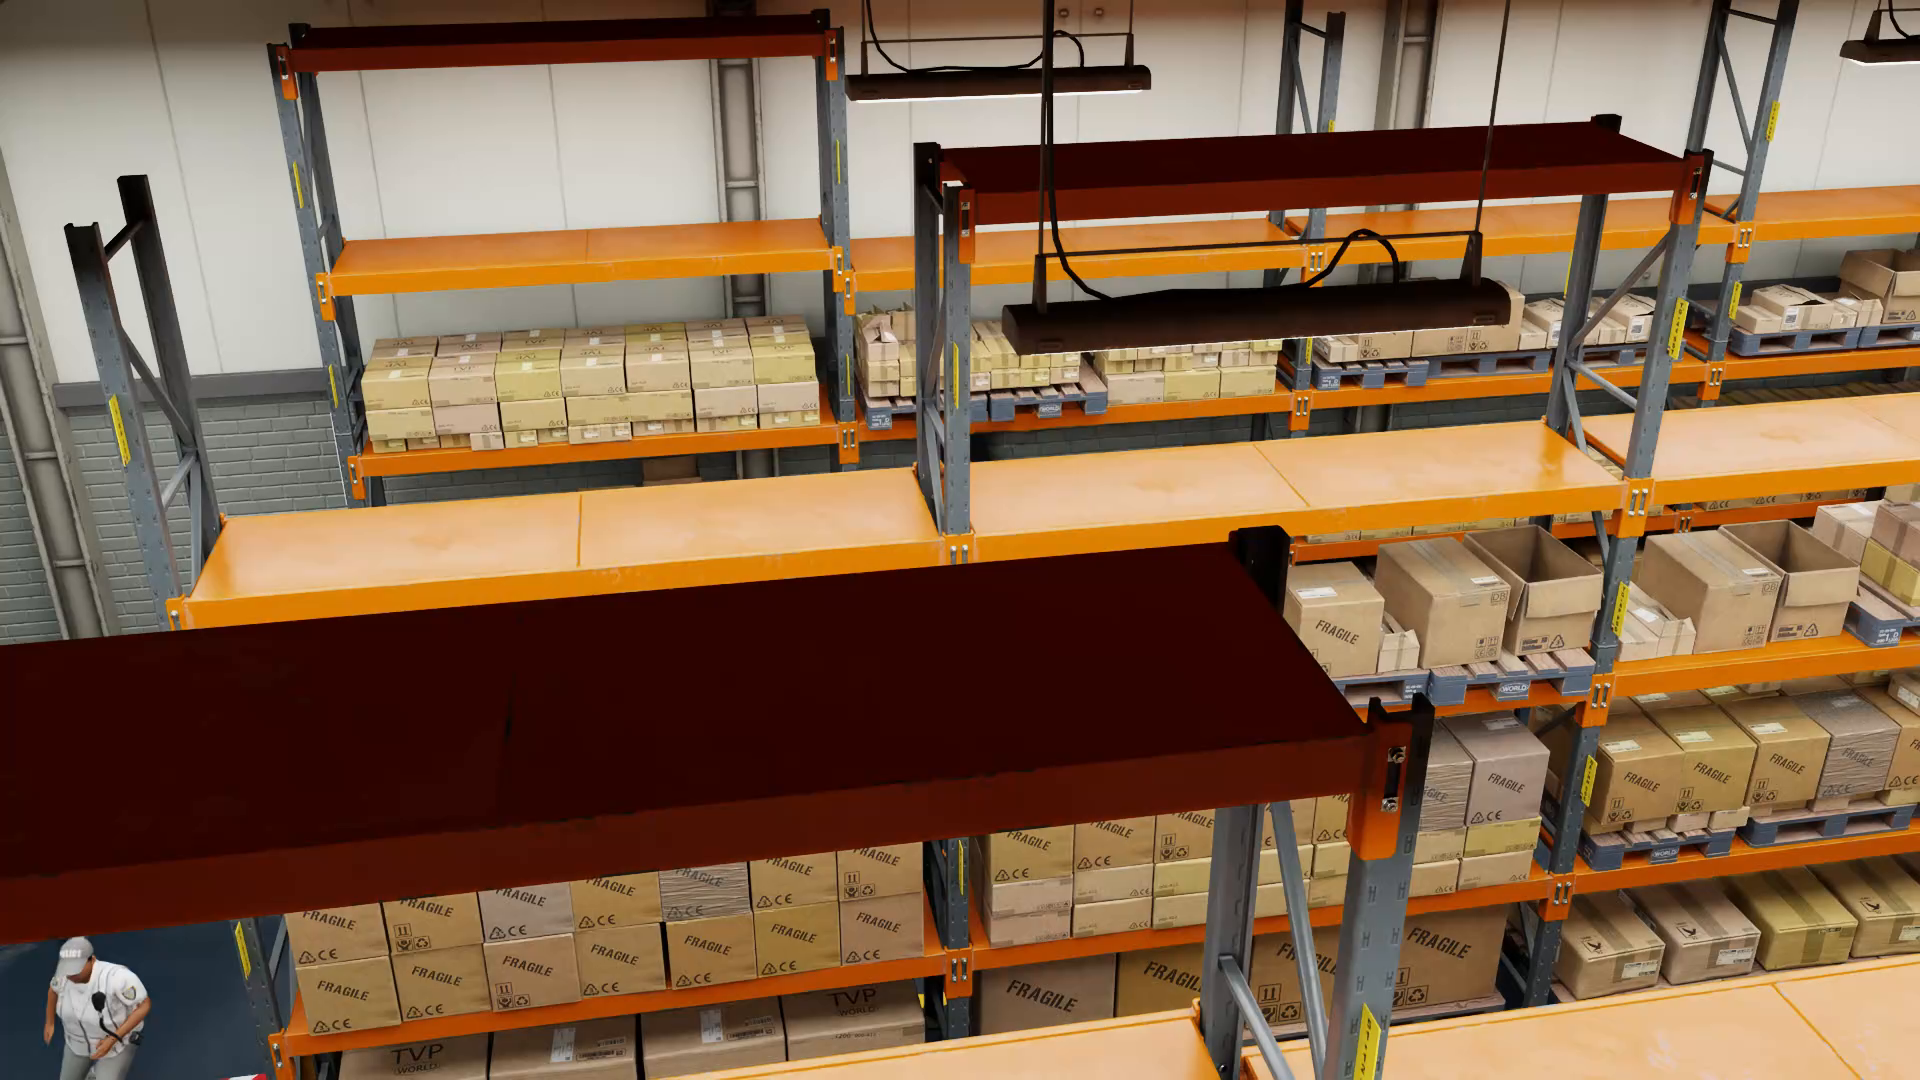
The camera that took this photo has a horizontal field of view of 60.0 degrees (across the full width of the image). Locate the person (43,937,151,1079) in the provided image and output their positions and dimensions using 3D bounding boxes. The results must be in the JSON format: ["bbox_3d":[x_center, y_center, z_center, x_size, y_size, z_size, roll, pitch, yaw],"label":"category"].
[{"bbox_3d":[-5.339,3.057,10.151,0.887,1.600,0.703,1,26,3],"label":"person"}]
